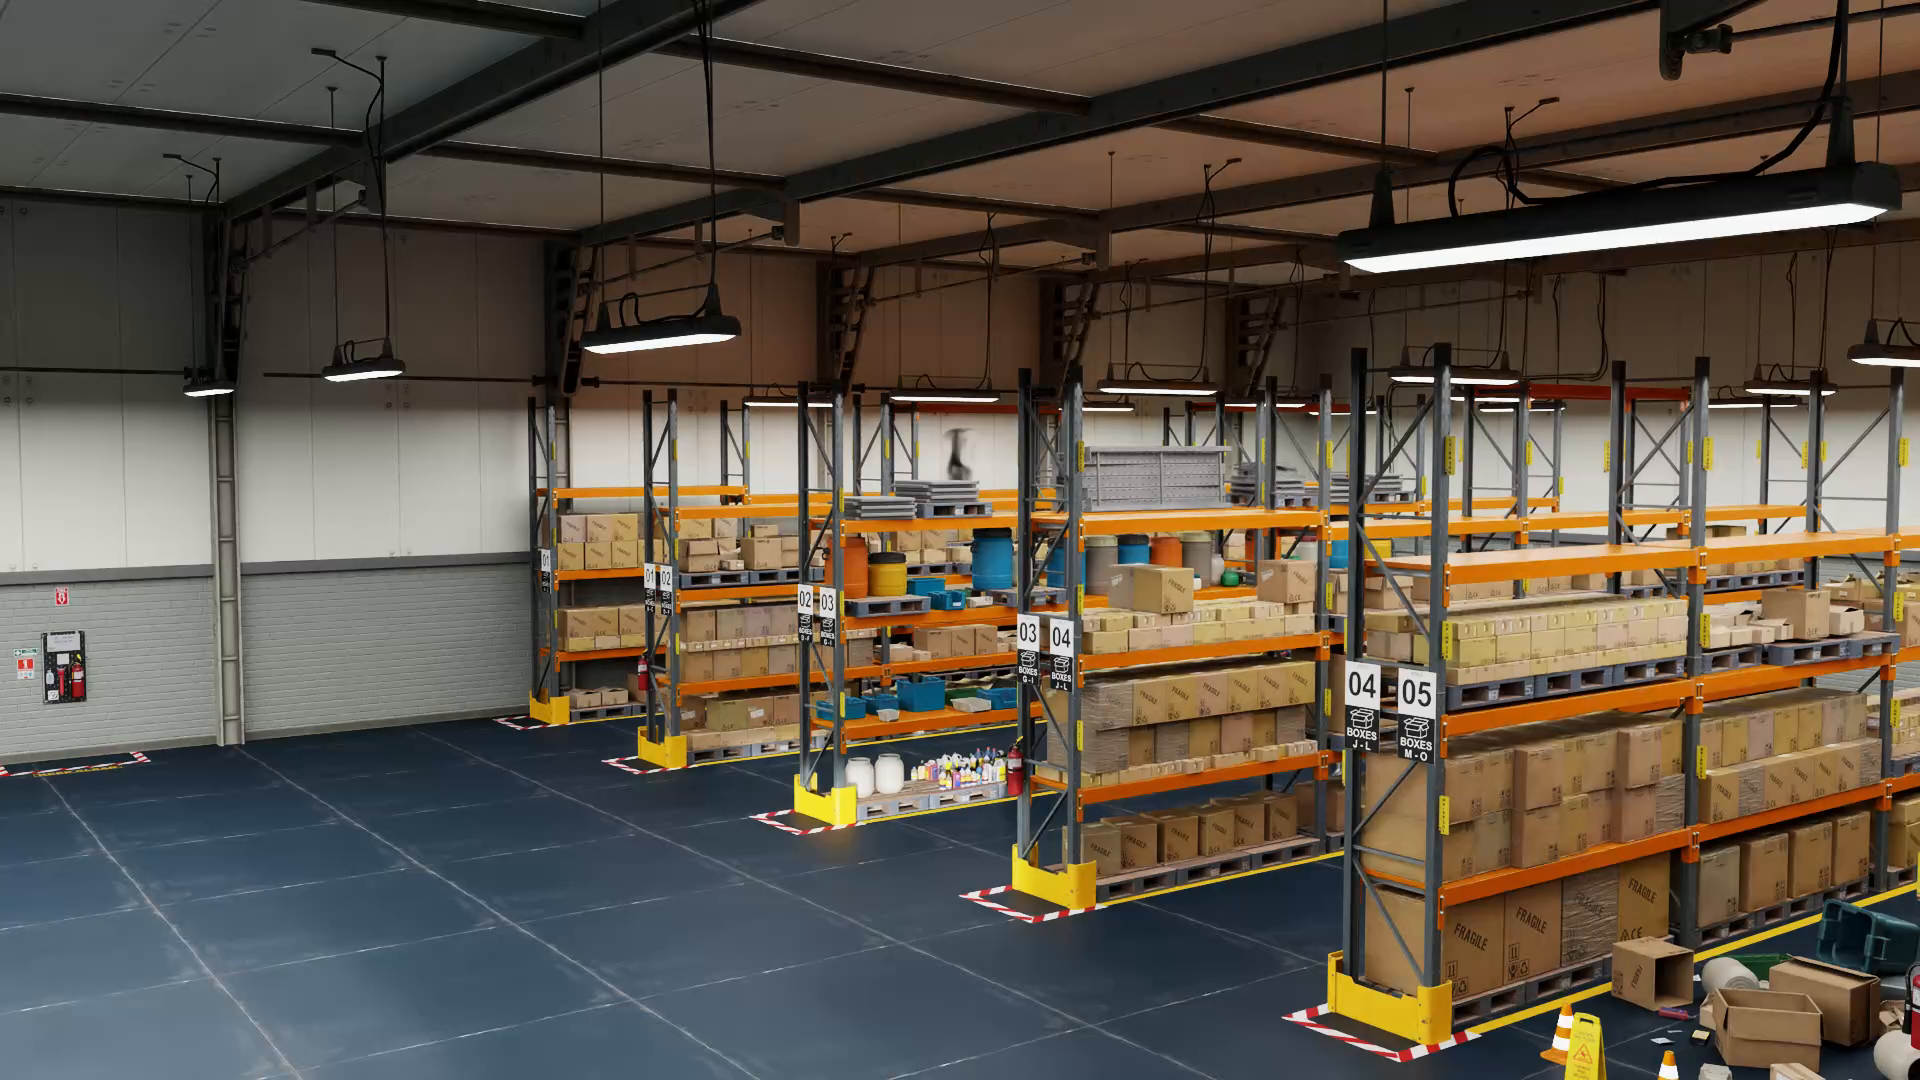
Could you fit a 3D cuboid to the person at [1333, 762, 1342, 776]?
[{"bbox_3d":[5.933,2.882,25.885,0.652,1.556,0.576,-3,5,-42],"label":"person"}]
